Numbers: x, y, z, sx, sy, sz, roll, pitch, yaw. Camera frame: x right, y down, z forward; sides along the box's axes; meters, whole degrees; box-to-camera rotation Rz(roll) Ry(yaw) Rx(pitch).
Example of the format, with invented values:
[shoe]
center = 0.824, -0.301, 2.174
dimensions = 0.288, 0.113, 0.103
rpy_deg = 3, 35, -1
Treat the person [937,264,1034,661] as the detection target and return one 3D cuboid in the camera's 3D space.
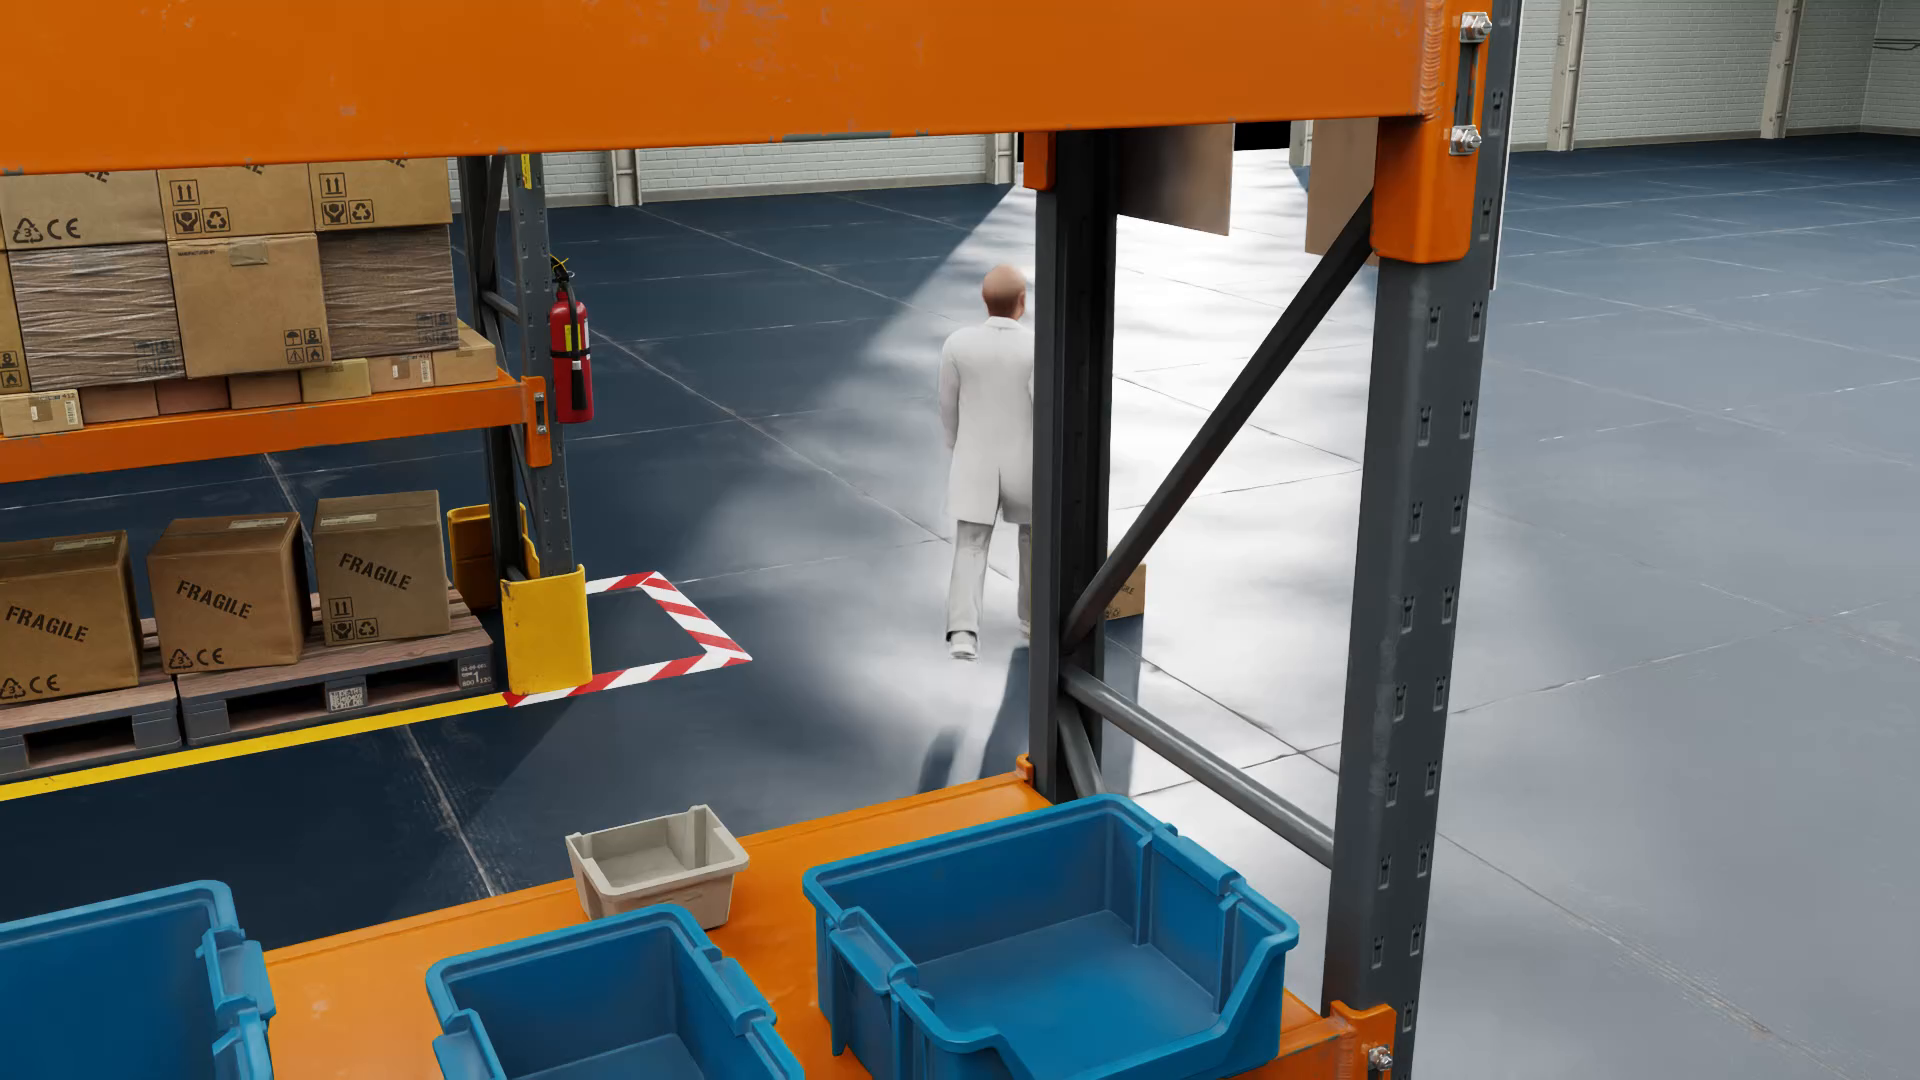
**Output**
[person]
center = 0.188, -0.289, 7.160
dimensions = 0.578, 1.625, 1.109
rpy_deg = 3, 18, 10
